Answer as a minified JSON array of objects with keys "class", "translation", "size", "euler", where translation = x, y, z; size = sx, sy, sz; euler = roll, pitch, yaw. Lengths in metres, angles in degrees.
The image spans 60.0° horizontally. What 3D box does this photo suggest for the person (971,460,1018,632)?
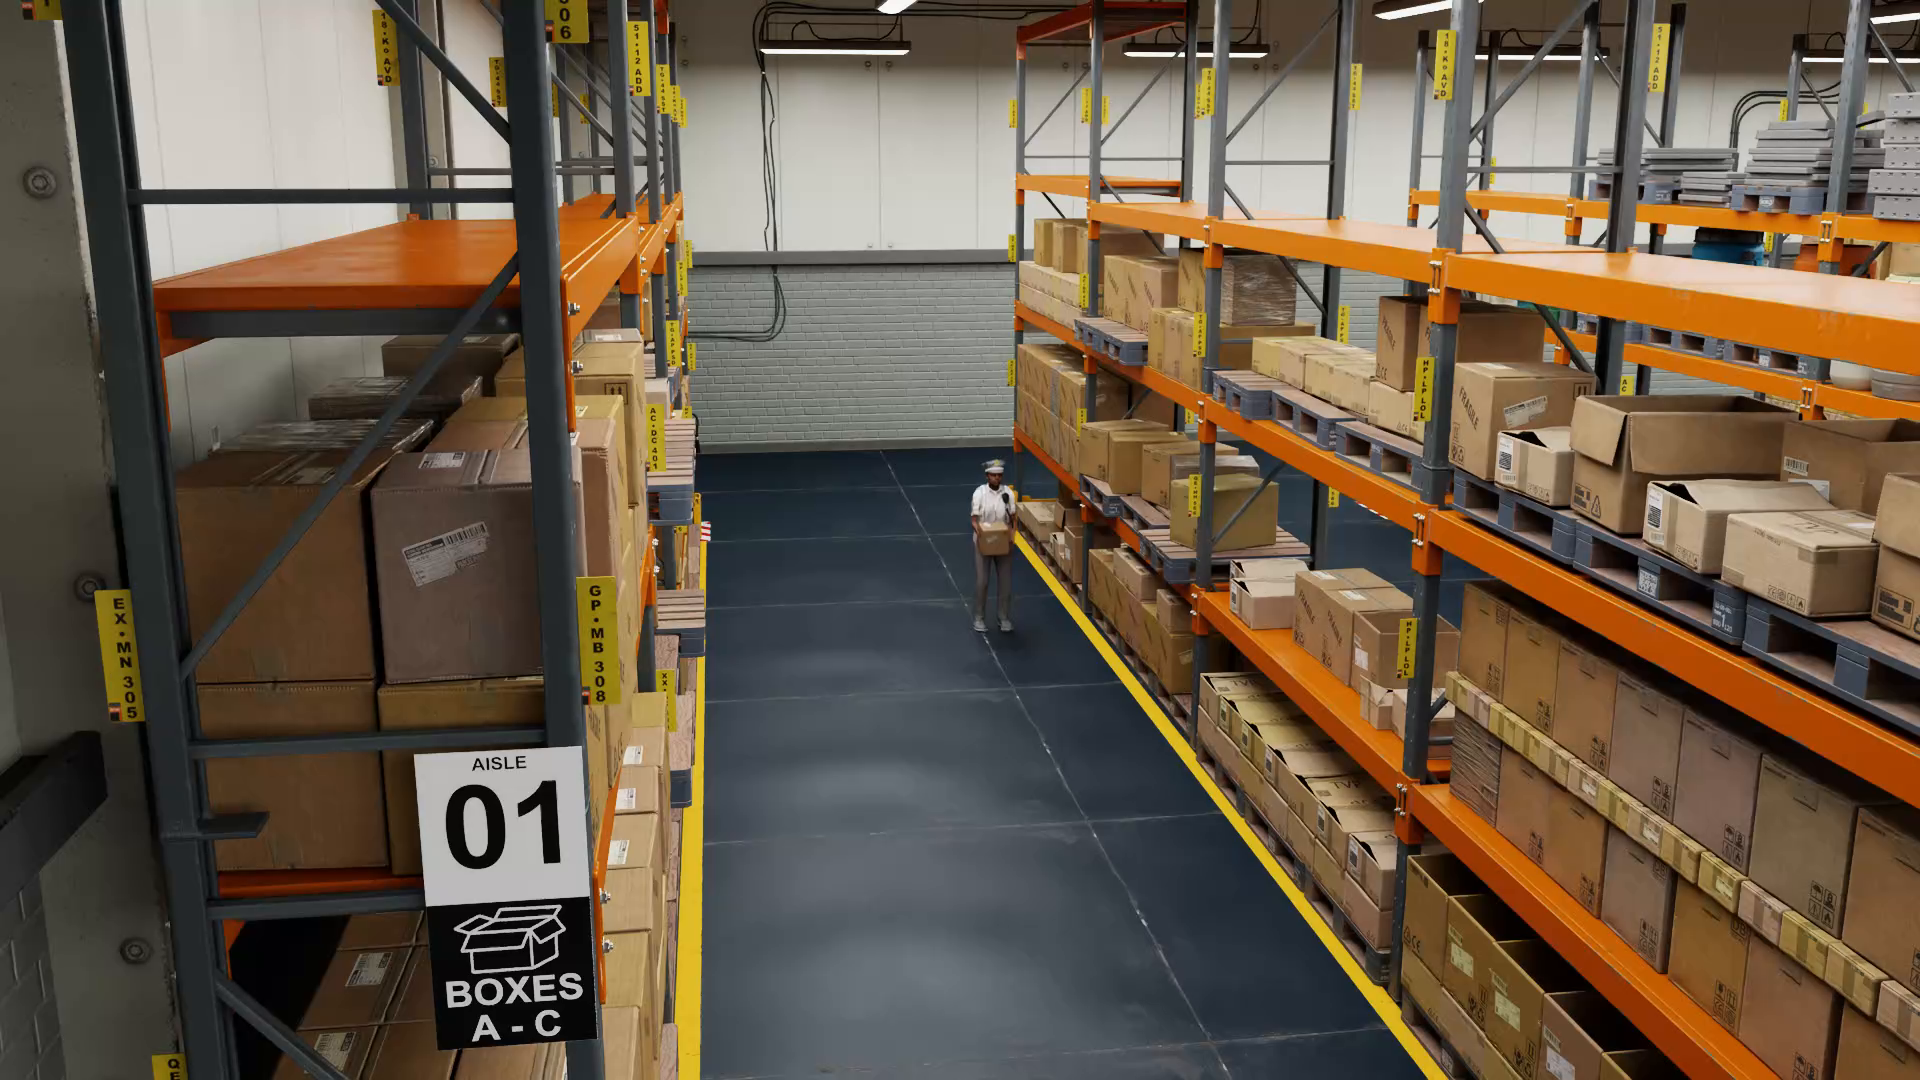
[{"class":"person","translation":[0.342,0.056,16.180],"size":[0.468,1.692,0.503],"euler":[-2,13,-10]}]
